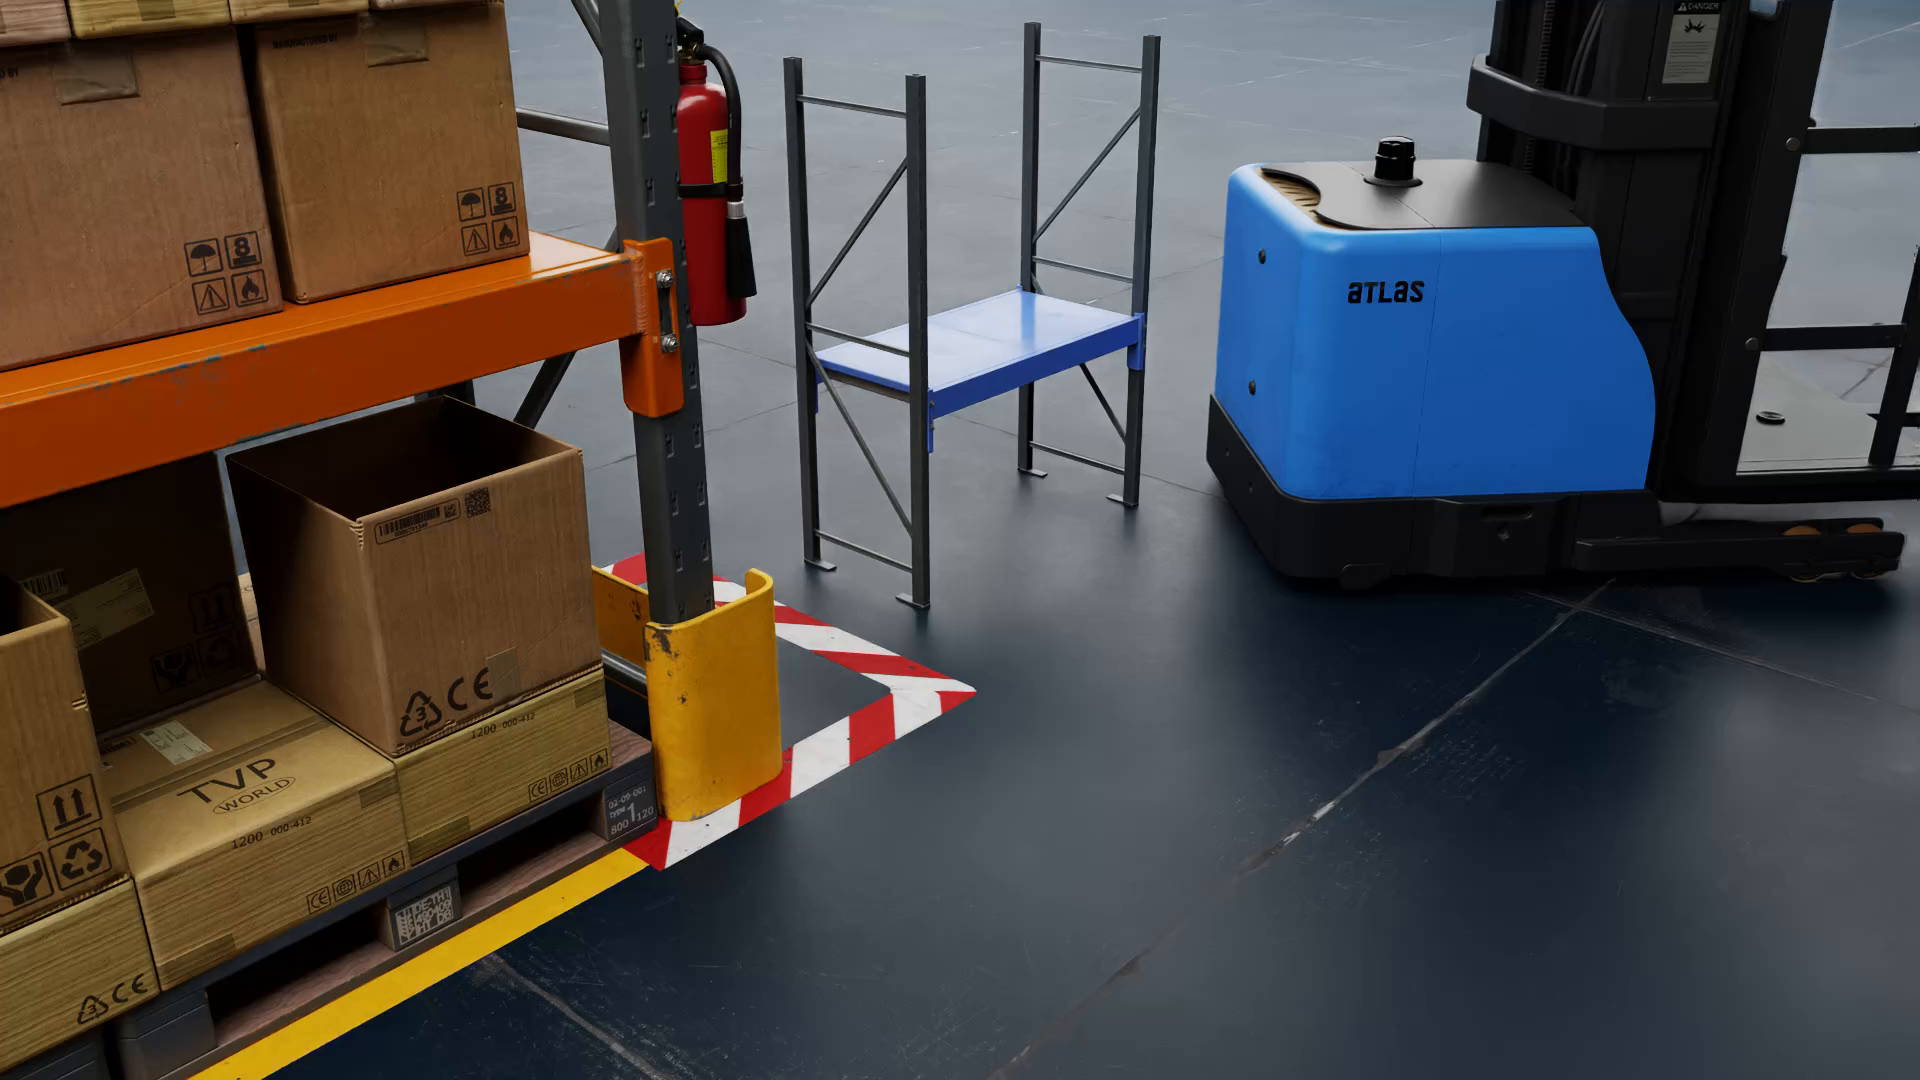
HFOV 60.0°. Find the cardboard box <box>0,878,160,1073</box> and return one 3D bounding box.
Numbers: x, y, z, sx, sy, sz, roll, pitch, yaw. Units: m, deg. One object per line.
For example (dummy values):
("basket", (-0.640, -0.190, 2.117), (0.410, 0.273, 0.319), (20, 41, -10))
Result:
("cardboard box", (-1.763, 0.700, 2.871), (0.500, 0.250, 0.500), (20, 31, 38))

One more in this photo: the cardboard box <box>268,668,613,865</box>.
("cardboard box", (-1.106, 0.391, 3.559), (0.500, 0.250, 0.500), (20, 31, 38))

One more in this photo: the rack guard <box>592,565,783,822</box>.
("rack guard", (-0.952, 0.217, 4.154), (1.175, 0.500, 0.348), (20, 31, 38))

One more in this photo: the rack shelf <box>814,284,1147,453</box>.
("rack shelf", (0.057, -0.546, 5.075), (0.538, 0.185, 1.000), (20, 31, 38))

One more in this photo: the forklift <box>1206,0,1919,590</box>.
("forklift", (2.388, -1.424, 4.844), (3.031, 2.935, 1.130), (-2, 24, -5))

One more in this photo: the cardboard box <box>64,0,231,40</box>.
("cardboard box", (-1.425, -0.931, 2.745), (0.380, 0.149, 0.250), (20, 31, 37))

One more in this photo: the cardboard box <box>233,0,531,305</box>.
("cardboard box", (-1.289, -0.823, 3.297), (0.700, 0.500, 0.500), (20, 31, 38))

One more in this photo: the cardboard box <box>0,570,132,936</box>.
("cardboard box", (-1.760, 0.358, 2.716), (0.500, 0.500, 0.500), (20, 31, 38))

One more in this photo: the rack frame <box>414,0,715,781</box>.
("rack frame", (-0.968, -0.916, 3.627), (1.000, 3.000, 0.127), (20, 31, 38))

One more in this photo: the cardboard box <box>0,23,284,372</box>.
("cardboard box", (-1.636, -0.662, 2.937), (0.700, 0.500, 0.500), (21, 32, 39))

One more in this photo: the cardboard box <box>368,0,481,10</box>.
("cardboard box", (-1.081, -1.089, 3.098), (0.380, 0.149, 0.250), (20, 31, 37))

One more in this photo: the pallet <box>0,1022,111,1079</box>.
("pallet", (-2.261, 0.971, 2.827), (1.003, 0.211, 1.213), (20, 31, 38))

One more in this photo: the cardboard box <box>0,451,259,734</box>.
("cardboard box", (-1.823, 0.060, 3.380), (0.500, 0.500, 0.500), (20, 31, 38))

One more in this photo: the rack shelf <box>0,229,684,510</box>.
("rack shelf", (-2.302, 0.022, 2.415), (1.077, 0.370, 4.000), (20, 31, 38))

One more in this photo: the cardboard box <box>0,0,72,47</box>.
("cardboard box", (-1.595, -0.855, 2.576), (0.380, 0.149, 0.250), (21, 31, 38))

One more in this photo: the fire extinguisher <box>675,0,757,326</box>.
("fire extinguisher", (-0.543, -0.790, 3.440), (0.296, 0.674, 0.183), (20, 31, 38))

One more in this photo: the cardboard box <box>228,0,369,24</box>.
("cardboard box", (-1.254, -1.009, 2.919), (0.380, 0.149, 0.250), (21, 32, 39))

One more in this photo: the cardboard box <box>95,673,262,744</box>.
("cardboard box", (-1.822, 0.403, 3.532), (0.500, 0.250, 0.500), (20, 31, 38))

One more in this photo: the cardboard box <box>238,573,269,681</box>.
("cardboard box", (-1.491, 0.250, 3.874), (0.500, 0.250, 0.500), (20, 31, 38))

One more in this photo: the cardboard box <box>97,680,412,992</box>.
("cardboard box", (-1.430, 0.547, 3.212), (0.500, 0.250, 0.500), (20, 31, 38))

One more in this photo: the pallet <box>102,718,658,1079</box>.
("pallet", (-1.447, 0.601, 3.652), (1.003, 0.211, 1.213), (20, 31, 38))

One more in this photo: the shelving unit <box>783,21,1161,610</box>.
("shelving unit", (0.057, -0.710, 5.001), (0.538, 1.500, 1.048), (20, 31, 38))

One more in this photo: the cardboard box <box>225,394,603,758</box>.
("cardboard box", (-1.104, 0.050, 3.404), (0.500, 0.500, 0.500), (20, 31, 38))

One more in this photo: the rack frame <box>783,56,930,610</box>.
("rack frame", (-0.282, -0.555, 4.656), (0.500, 1.500, 0.032), (20, 31, 38))

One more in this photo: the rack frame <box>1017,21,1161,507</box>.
("rack frame", (0.396, -0.865, 5.347), (0.500, 1.500, 0.032), (20, 31, 38))
